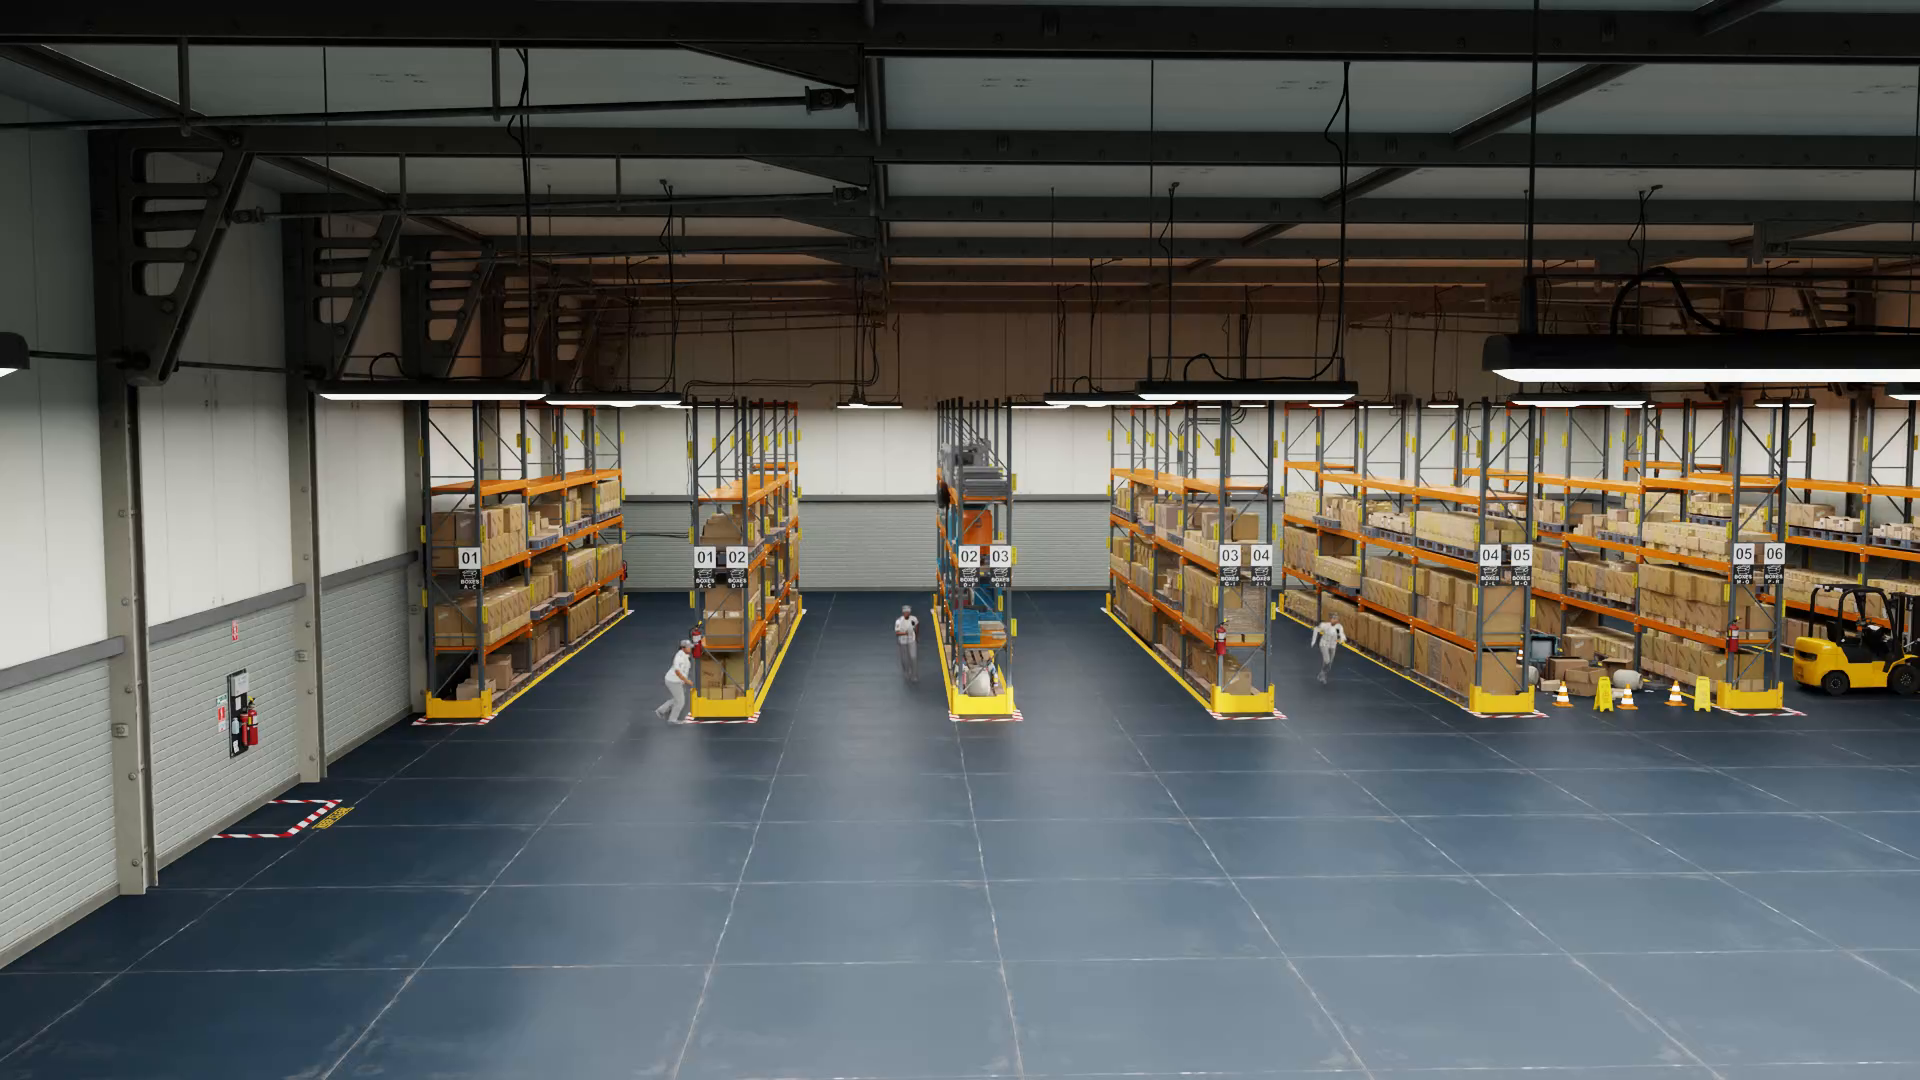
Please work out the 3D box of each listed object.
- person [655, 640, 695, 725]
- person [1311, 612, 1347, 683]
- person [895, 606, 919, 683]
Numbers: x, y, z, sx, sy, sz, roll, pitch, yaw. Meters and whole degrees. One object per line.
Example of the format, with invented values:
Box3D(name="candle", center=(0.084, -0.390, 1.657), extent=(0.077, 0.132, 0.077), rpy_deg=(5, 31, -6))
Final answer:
Box3D(name="person", center=(-5.206, 2.594, 30.396), extent=(0.777, 1.571, 0.610), rpy_deg=(0, 4, 1))
Box3D(name="person", center=(7.728, 2.249, 34.790), extent=(0.602, 1.548, 0.910), rpy_deg=(-1, 5, -11))
Box3D(name="person", center=(-1.114, 2.179, 35.270), extent=(0.509, 1.638, 0.934), rpy_deg=(0, 4, -2))
